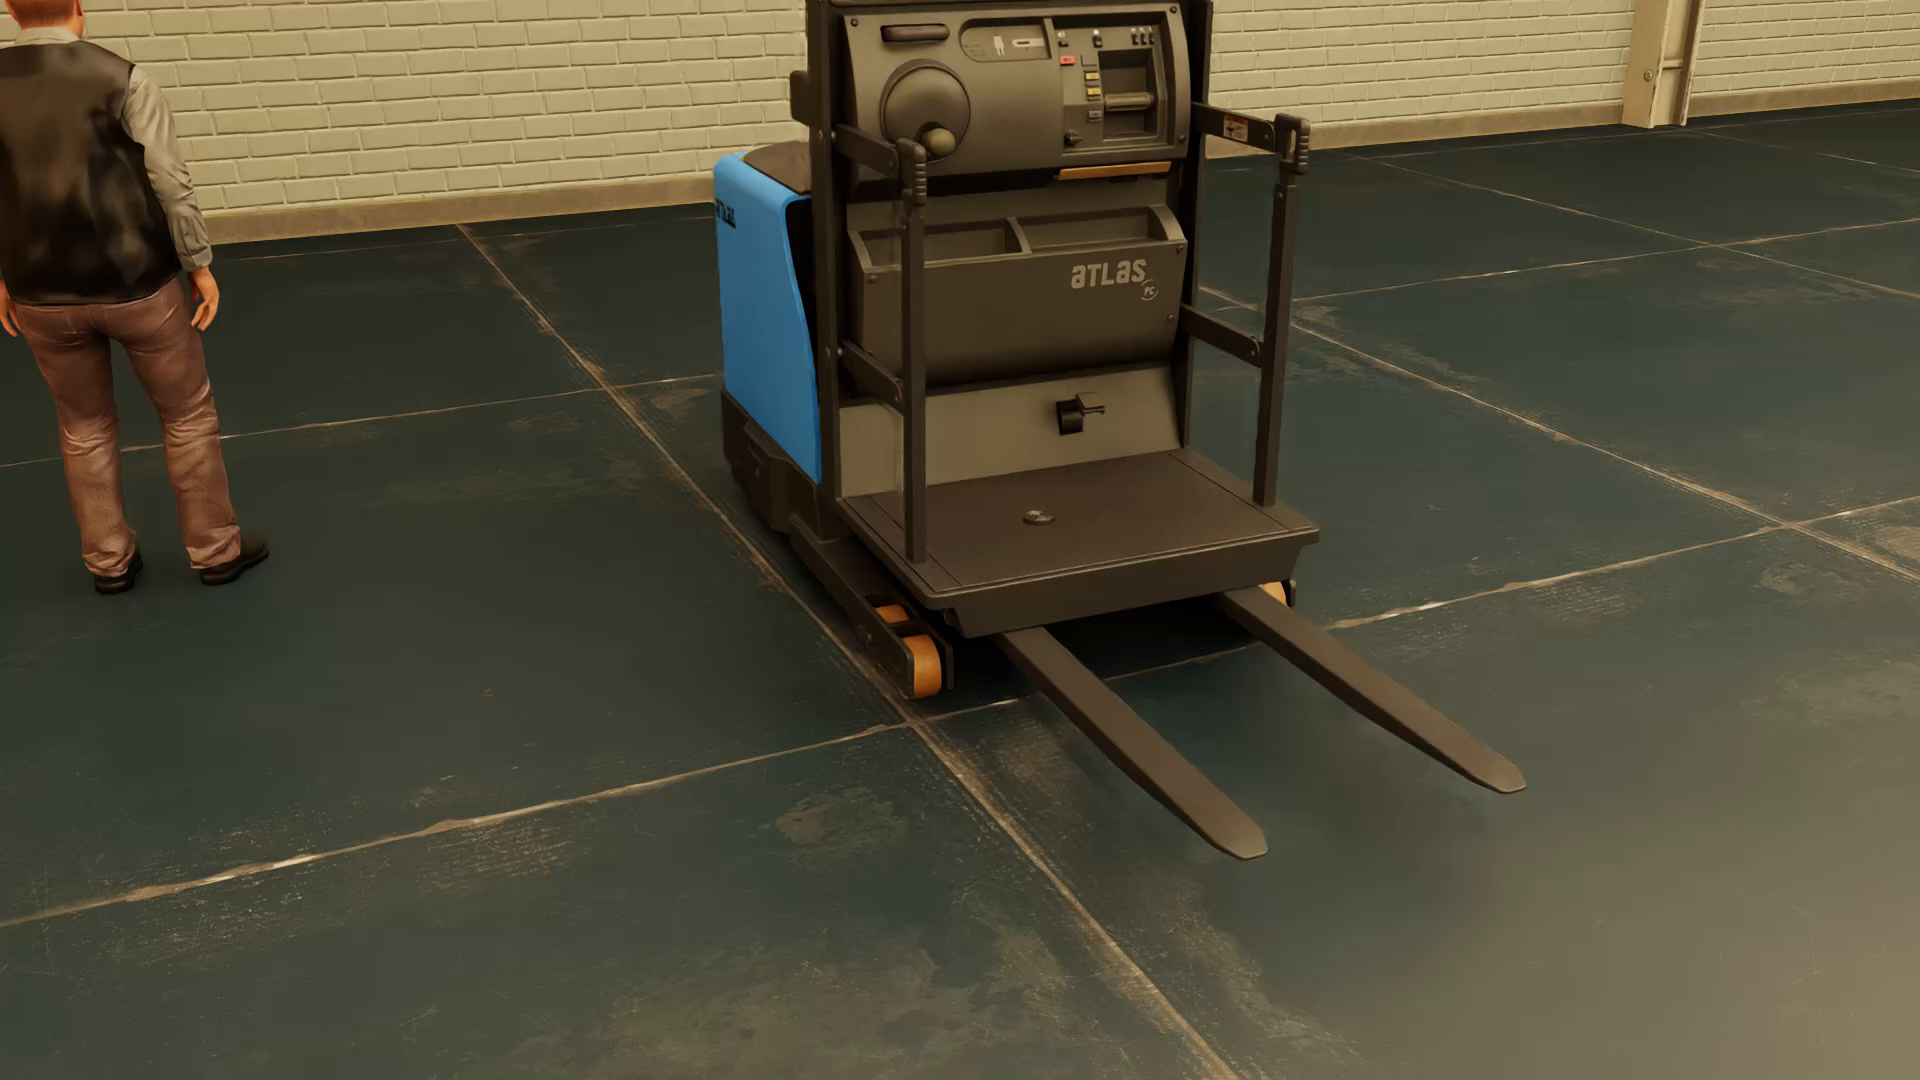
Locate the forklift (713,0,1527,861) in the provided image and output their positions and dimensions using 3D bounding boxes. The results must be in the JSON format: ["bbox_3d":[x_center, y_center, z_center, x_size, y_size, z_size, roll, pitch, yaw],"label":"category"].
[{"bbox_3d":[0.244,-1.138,4.027,1.130,2.935,3.031,-9,24,-21],"label":"forklift"}]

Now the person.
[{"bbox_3d":[-2.326,-0.679,4.503,0.582,1.719,0.424,-4,23,-9],"label":"person"}]
